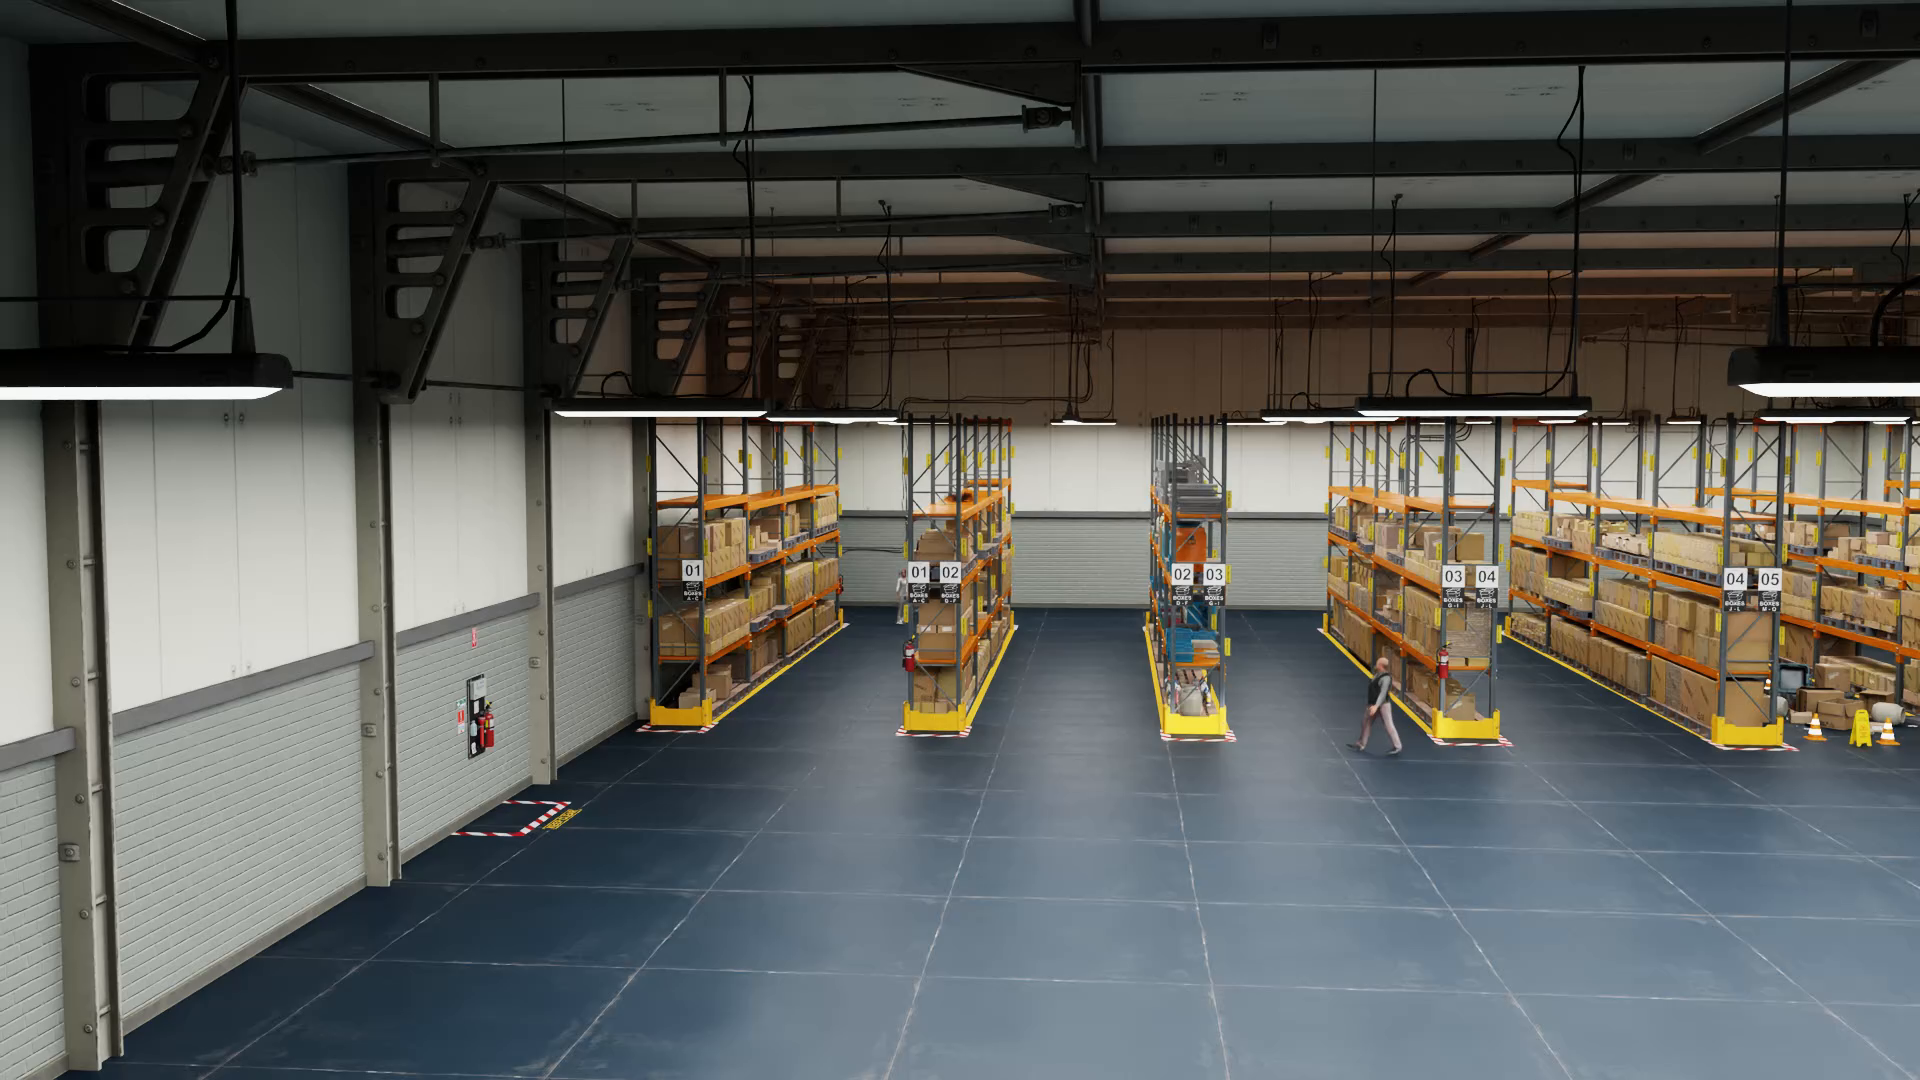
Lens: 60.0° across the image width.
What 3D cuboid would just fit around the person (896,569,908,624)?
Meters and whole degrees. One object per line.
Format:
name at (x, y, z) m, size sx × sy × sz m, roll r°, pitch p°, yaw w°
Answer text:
person at (-1.604, 1.645, 48.703) m, size 0.397 × 1.598 × 0.483 m, roll 4°, pitch 5°, yaw 45°

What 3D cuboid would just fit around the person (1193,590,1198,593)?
person at (7.017, 1.523, 50.365) m, size 0.490 × 1.689 × 0.500 m, roll -1°, pitch 4°, yaw -8°

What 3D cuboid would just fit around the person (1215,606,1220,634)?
person at (7.055, 1.791, 46.115) m, size 0.583 × 1.688 × 0.392 m, roll -2°, pitch 4°, yaw -24°

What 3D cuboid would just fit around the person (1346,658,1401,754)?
person at (7.321, 2.902, 29.276) m, size 0.822 × 1.690 × 0.646 m, roll -1°, pitch 4°, yaw -16°
